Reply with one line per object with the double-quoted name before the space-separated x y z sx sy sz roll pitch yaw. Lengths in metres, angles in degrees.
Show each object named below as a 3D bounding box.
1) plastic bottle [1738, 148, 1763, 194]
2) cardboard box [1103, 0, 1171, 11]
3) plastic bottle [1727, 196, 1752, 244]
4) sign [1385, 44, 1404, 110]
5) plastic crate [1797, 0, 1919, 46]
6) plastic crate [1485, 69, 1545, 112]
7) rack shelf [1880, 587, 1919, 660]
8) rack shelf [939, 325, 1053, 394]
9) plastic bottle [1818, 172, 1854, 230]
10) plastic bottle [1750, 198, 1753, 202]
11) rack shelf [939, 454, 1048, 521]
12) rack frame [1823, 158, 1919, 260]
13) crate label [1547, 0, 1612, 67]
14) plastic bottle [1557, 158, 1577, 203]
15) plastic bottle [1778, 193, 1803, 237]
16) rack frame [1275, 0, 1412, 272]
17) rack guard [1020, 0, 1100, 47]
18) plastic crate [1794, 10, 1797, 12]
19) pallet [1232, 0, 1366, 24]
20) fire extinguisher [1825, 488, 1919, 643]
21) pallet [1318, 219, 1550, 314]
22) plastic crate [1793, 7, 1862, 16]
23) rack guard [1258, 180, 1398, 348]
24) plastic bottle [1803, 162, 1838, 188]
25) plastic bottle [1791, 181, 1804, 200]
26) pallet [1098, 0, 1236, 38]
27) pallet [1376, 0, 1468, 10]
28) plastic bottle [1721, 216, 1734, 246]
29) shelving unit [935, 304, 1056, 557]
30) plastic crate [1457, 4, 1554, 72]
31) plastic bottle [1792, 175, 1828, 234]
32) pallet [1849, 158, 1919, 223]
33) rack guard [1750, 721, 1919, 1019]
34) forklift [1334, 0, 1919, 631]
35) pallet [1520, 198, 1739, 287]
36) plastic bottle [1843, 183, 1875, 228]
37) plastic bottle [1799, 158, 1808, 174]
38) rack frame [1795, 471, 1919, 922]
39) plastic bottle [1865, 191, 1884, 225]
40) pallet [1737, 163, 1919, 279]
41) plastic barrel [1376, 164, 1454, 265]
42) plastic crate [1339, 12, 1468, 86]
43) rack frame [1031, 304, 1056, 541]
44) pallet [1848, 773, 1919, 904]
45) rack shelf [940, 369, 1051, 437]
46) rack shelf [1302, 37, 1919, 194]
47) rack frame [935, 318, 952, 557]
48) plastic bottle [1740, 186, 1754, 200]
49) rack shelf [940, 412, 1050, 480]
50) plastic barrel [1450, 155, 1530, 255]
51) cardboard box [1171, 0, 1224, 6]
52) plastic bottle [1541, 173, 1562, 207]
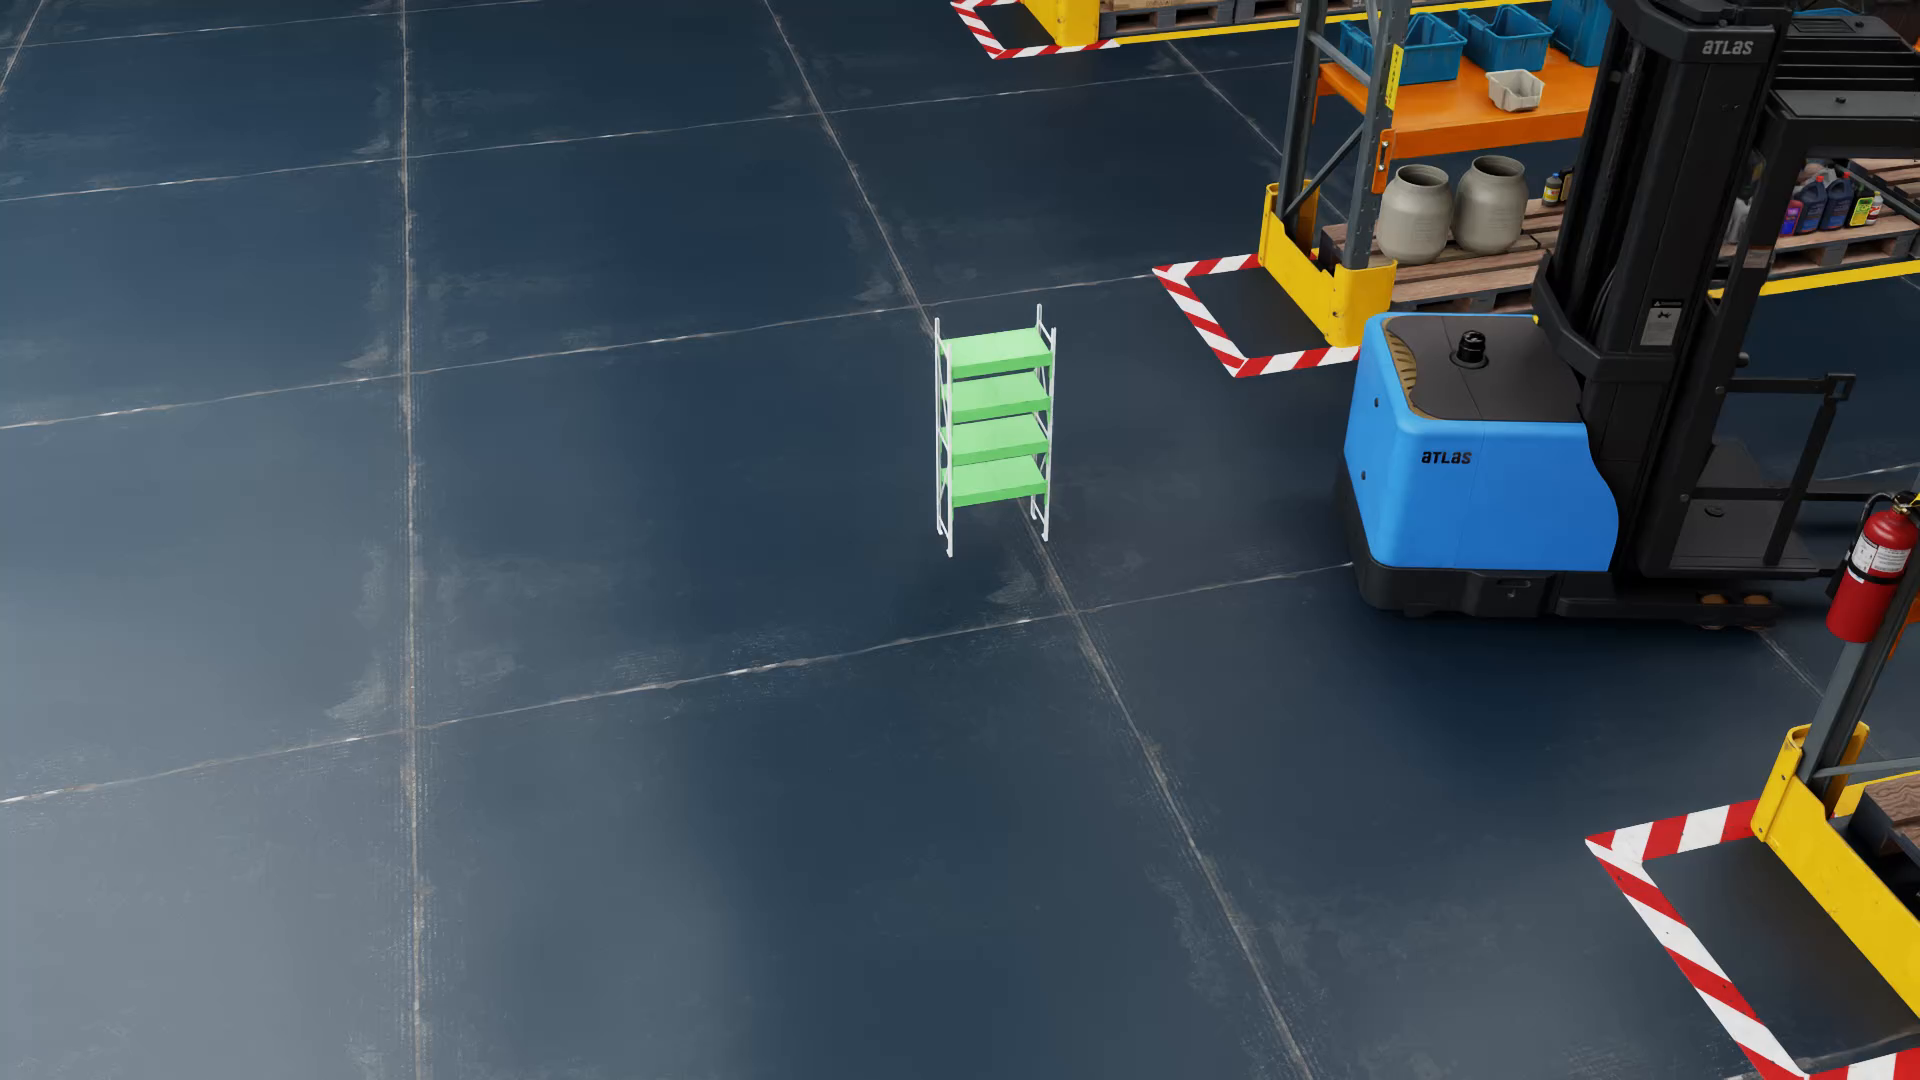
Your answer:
"plastic bottle" 5.142 -2.420 10.743 0.185 0.351 0.144 -9 38 -12
"cardboard box" 1.419 -4.568 13.650 0.500 0.250 0.500 -9 38 -12
"plastic bottle" 4.791 -1.984 10.233 0.135 0.276 0.152 -9 38 -11
"sign" 2.270 -2.420 8.696 0.005 0.325 0.100 -9 38 -12
"plastic crate" 5.454 -3.234 10.039 0.504 0.338 0.767 -9 38 -12
"plastic crate" 3.078 -2.482 9.222 0.250 0.136 0.298 -9 38 -12
"rack shelf" 5.353 0.241 6.038 4.000 0.370 1.077 -9 38 -12
"rack shelf" 0.160 -0.833 7.646 0.480 0.148 0.258 -9 38 -12
"plastic bottle" 5.446 -2.118 10.348 0.185 0.351 0.144 -10 39 -13
"plastic bottle" 4.949 -2.037 10.241 0.185 0.351 0.144 -10 38 -12
"rack shelf" 0.160 -0.261 8.084 0.480 0.148 0.258 -9 38 -12
"rack frame" 5.992 -3.267 10.031 0.127 3.000 1.000 -9 38 -12
"crate label" 3.837 -3.097 9.781 0.616 0.435 0.502 -9 38 -12
"plastic bottle" 3.897 -2.306 10.649 0.133 0.283 0.061 -8 38 -11
"plastic bottle" 5.114 -2.011 10.263 0.133 0.283 0.061 -7 38 -9
"rack frame" 2.131 -2.633 9.203 0.127 3.000 1.000 -9 38 -12
"rack guard" 0.820 -4.543 13.756 0.348 0.500 1.175 -9 38 -12
"plastic crate" 4.608 -3.133 10.031 0.662 0.188 0.450 -9 38 -12
"pallet" 2.746 -4.769 14.289 1.213 0.211 1.003 -9 38 -12
"fire extinguisher" 3.191 0.051 5.758 0.183 0.674 0.296 -9 38 -12
"pallet" 2.977 -1.691 10.266 1.213 0.211 1.003 -9 38 -12
"plastic crate" 4.995 -2.873 9.639 0.616 0.251 0.499 -9 38 -12
"rack guard" 2.192 -1.680 10.014 0.348 0.500 1.175 -9 38 -12
"plastic bottle" 5.408 -2.203 10.459 0.185 0.351 0.144 -9 38 -12
"plastic bottle" 5.198 -2.141 10.439 0.135 0.276 0.152 -9 38 -12
"pallet" 1.570 -4.578 14.039 1.213 0.211 1.003 -9 38 -12
"pallet" 3.926 -4.964 14.545 1.213 0.211 1.003 -9 38 -12
"plastic bottle" 4.684 -1.919 10.211 0.097 0.201 0.097 0 37 0
"shelving unit" 0.160 -0.503 7.899 0.503 1.200 0.258 -9 38 -12
"plastic crate" 3.164 -2.928 9.711 0.408 0.251 0.499 -9 38 -12
"plastic bottle" 5.260 -2.088 10.308 0.185 0.351 0.144 -11 39 -14
"pallet" 6.740 -2.306 11.071 1.213 0.211 1.003 -9 38 -12
"rack guard" 3.495 1.253 6.180 0.348 0.500 1.175 -9 38 -12
"forklift" 3.402 -1.076 7.224 3.031 2.935 1.130 1 37 1
"pallet" 4.153 -1.882 10.516 1.213 0.211 1.003 -9 38 -12
"plastic bottle" 5.614 -2.093 10.370 0.133 0.283 0.061 -7 38 -10
"plastic bottle" 5.570 -2.565 10.997 0.097 0.271 0.097 0 37 0
"rack frame" 3.422 0.272 5.405 0.127 3.000 1.000 -9 38 -12
"plastic bottle" 5.723 -2.090 10.434 0.097 0.201 0.097 0 37 0
"pallet" 5.333 -2.077 10.771 1.213 0.211 1.003 -9 38 -12
"plastic barrel" 2.746 -1.961 10.026 0.421 0.512 0.421 0 37 0
"plastic crate" 2.536 -2.829 9.581 0.616 0.251 0.499 -9 38 -12
"rack frame" 0.395 -0.541 7.950 0.015 1.200 0.240 -9 38 -12
"pallet" 4.289 1.260 6.409 1.213 0.211 1.003 -9 38 -12
"rack shelf" 0.160 -0.643 7.792 0.480 0.148 0.258 -9 38 -12
"rack shelf" 4.061 -2.664 9.836 4.000 0.370 1.077 -9 38 -12
"rack frame" -0.076 -0.464 7.849 0.015 1.200 0.240 -9 38 -12
"plastic bottle" 4.897 -2.066 10.335 0.133 0.283 0.061 -9 38 -12
"rack shelf" 0.160 -0.452 7.938 0.480 0.148 0.258 -9 38 -12
"plastic barrel" 3.230 -2.040 10.130 0.421 0.512 0.421 0 37 0
"cardboard box" 1.900 -4.650 13.757 0.500 0.250 0.500 -9 38 -12
"plastic bottle" 3.789 -2.245 10.636 0.097 0.201 0.097 0 37 0
